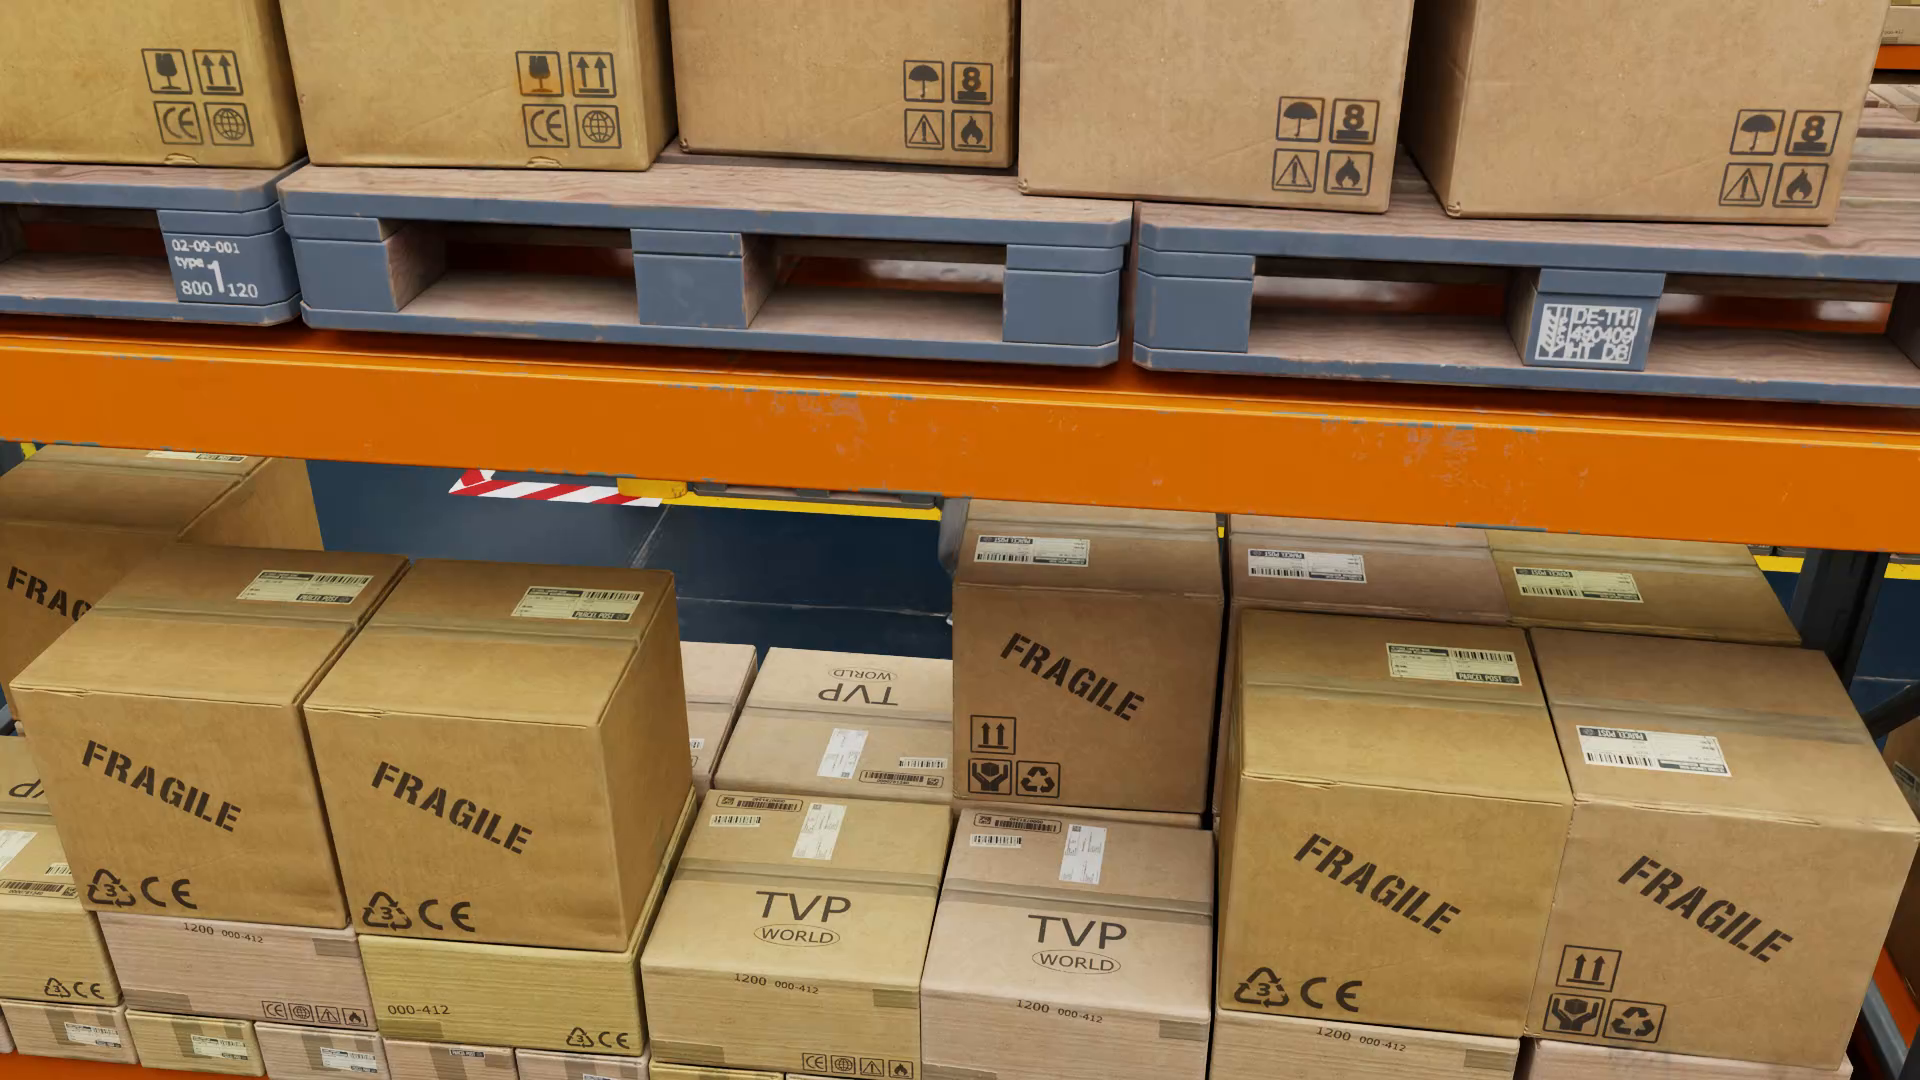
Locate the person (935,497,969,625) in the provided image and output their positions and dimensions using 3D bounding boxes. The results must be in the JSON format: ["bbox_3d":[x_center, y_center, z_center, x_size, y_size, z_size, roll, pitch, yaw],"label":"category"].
[{"bbox_3d":[0.017,-0.300,6.677,0.457,1.610,0.455,-21,35,-33],"label":"person"}]
